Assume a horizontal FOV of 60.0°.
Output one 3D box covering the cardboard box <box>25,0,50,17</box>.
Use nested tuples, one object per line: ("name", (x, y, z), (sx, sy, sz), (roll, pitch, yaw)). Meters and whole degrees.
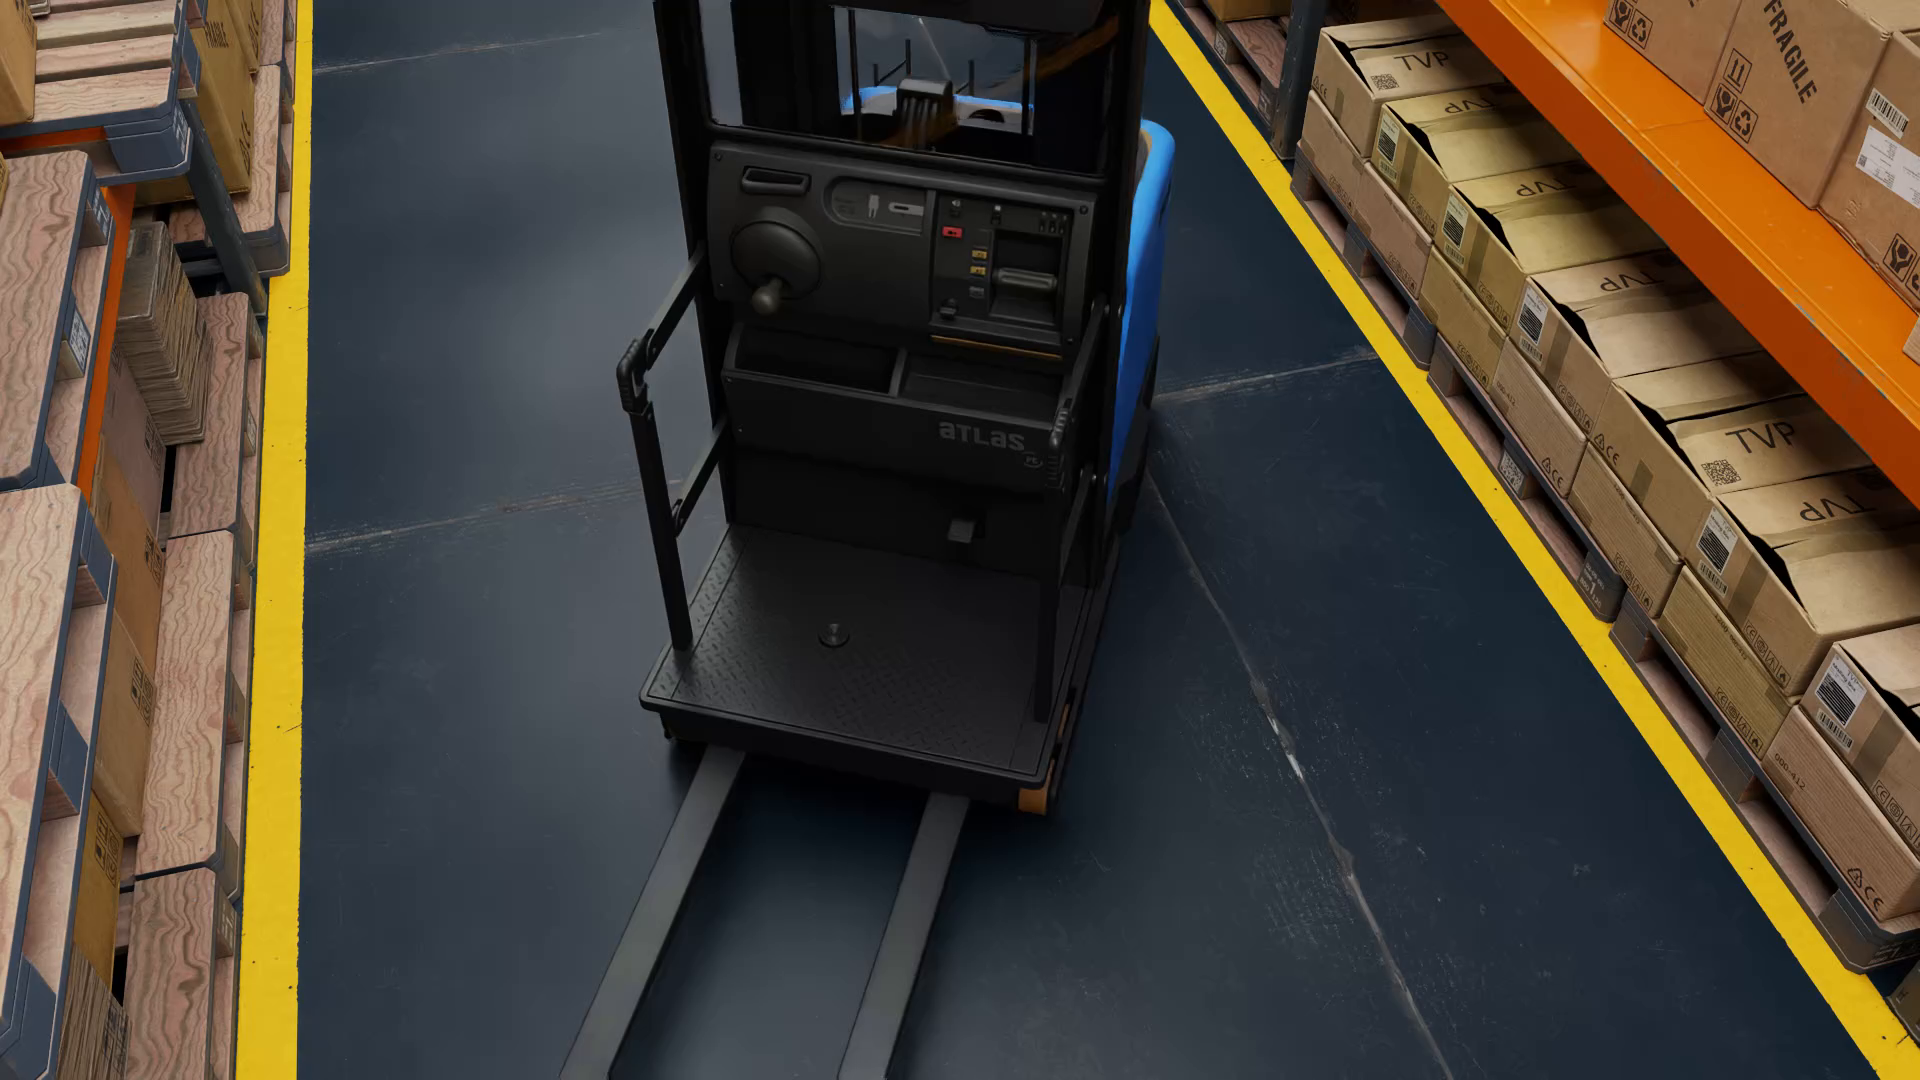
("cardboard box", (-2.887, -1.675, 4.413), (0.700, 0.500, 0.500), (-16, 48, -15))

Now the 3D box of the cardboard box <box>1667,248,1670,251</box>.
("cardboard box", (2.409, -1.074, 5.441), (0.500, 0.311, 0.500), (-11, 47, -11))

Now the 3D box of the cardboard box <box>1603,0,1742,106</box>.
("cardboard box", (2.216, -1.596, 4.644), (0.500, 0.500, 0.500), (-13, 47, -12))

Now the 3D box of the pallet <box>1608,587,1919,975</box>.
("pallet", (2.568, 0.519, 4.593), (1.003, 0.211, 1.213), (-11, 47, -10))

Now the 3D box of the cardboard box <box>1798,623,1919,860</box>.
("cardboard box", (2.414, 0.437, 3.960), (0.500, 0.311, 0.500), (-11, 47, -10))

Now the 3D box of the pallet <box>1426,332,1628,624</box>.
("pallet", (2.252, -0.324, 5.420), (1.003, 0.211, 1.213), (-11, 47, -10))

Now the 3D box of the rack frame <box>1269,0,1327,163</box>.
("rack frame", (1.771, -2.717, 5.812), (1.000, 3.000, 0.127), (-11, 47, -10))

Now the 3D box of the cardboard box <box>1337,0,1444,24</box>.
("cardboard box", (1.930, -2.362, 6.907), (0.500, 0.500, 0.500), (-9, 46, -9))

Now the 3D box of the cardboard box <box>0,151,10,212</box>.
("cardboard box", (-2.547, -0.819, 3.574), (0.700, 0.500, 0.500), (-11, 47, -10))

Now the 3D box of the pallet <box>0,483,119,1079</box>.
("pallet", (-2.048, 0.466, 2.827), (1.003, 0.211, 1.213), (-11, 47, -10))

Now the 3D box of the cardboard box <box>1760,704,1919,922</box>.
("cardboard box", (2.408, 0.627, 4.166), (0.500, 0.250, 0.500), (-11, 47, -11))

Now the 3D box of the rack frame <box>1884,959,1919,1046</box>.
("rack frame", (2.795, 0.045, 3.106), (1.000, 3.000, 0.127), (-11, 47, -10))

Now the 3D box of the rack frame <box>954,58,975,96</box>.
("rack frame", (-0.010, -1.102, 5.595), (0.008, 1.050, 0.200), (24, 50, 22))

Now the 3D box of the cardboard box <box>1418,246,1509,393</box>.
("cardboard box", (1.889, -0.781, 5.547), (0.500, 0.250, 0.500), (-12, 47, -11))

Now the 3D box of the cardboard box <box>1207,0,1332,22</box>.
("cardboard box", (1.304, -2.599, 7.139), (0.500, 0.500, 0.500), (-9, 46, -9))

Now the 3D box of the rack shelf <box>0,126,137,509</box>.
("rack shelf", (-2.505, -0.176, 3.826), (1.077, 0.370, 4.000), (-11, 47, -10))

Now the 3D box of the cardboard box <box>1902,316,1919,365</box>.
("cardboard box", (2.392, -0.481, 3.716), (0.396, 0.266, 0.258), (-12, 47, -11))

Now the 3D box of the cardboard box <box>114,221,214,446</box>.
("cardboard box", (-2.782, -0.600, 5.180), (0.700, 0.500, 0.500), (-10, 46, -10))

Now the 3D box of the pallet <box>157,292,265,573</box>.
("pallet", (-2.818, -0.293, 5.389), (1.003, 0.211, 1.213), (-11, 47, -10))

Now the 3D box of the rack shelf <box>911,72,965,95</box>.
("rack shelf", (-0.113, -1.340, 5.446), (0.240, 0.259, 0.215), (24, 50, 22))

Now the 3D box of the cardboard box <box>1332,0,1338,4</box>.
("cardboard box", (1.791, -2.723, 7.260), (0.500, 0.500, 0.500), (-12, 47, -12))

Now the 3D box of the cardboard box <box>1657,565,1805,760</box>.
("cardboard box", (2.280, 0.278, 4.509), (0.500, 0.250, 0.500), (-11, 47, -11))

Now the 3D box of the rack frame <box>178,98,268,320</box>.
("rack frame", (-3.017, -1.808, 4.922), (1.000, 3.000, 0.127), (-11, 47, -10))

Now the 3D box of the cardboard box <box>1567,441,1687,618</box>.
("cardboard box", (2.149, -0.076, 4.855), (0.500, 0.250, 0.500), (-10, 46, -9))

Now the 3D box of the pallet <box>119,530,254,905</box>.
("pallet", (-2.510, 0.548, 4.565), (1.003, 0.211, 1.213), (-11, 47, -10))

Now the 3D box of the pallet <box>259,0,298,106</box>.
("pallet", (-3.455, -2.231, 7.289), (1.003, 0.211, 1.213), (-11, 47, -10))

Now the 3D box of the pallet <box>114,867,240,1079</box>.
("pallet", (-2.194, 1.392, 3.738), (1.003, 0.211, 1.213), (-11, 47, -10))

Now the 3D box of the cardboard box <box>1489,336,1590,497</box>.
("cardboard box", (2.020, -0.427, 5.200), (0.500, 0.250, 0.500), (-10, 46, -10))

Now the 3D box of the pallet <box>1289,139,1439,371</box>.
("pallet", (1.944, -1.165, 6.244), (1.003, 0.211, 1.213), (-11, 47, -10))

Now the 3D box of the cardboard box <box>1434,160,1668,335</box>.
("cardboard box", (1.892, -0.969, 5.338), (0.500, 0.311, 0.500), (-12, 47, -11))

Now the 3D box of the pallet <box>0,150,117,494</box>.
("pallet", (-2.471, -0.382, 3.658), (1.003, 0.211, 1.213), (-11, 47, -10))

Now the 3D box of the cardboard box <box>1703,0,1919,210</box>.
("cardboard box", (2.351, -1.233, 4.288), (0.500, 0.500, 0.500), (-11, 47, -10))

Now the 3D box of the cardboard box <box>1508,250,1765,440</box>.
("cardboard box", (2.024, -0.614, 4.990), (0.500, 0.311, 0.500), (-11, 47, -11))

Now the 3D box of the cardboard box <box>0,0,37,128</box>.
("cardboard box", (-2.718, -1.294, 4.040), (0.700, 0.500, 0.500), (-15, 47, -14))

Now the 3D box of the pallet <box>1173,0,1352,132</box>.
("pallet", (1.616, -2.263, 7.320), (1.003, 0.211, 1.213), (-11, 47, -10))

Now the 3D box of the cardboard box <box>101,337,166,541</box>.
("cardboard box", (-2.763, -0.223, 4.810), (0.700, 0.500, 0.500), (-11, 47, -10))

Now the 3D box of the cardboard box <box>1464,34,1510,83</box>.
("cardboard box", (2.143, -1.781, 6.134), (0.500, 0.311, 0.500), (-10, 46, -9))

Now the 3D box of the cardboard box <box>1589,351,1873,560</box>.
("cardboard box", (2.149, -0.266, 4.649), (0.500, 0.311, 0.500), (-11, 47, -10))

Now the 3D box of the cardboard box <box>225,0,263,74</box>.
("cardboard box", (-3.297, -2.341, 6.655), (0.750, 0.750, 0.750), (-11, 47, -11))

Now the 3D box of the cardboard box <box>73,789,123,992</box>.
("cardboard box", (-2.378, 0.822, 3.787), (0.700, 0.500, 0.500), (-12, 47, -11))

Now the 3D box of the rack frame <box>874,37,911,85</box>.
("rack frame", (-0.216, -1.196, 5.687), (0.008, 1.050, 0.200), (24, 50, 22))

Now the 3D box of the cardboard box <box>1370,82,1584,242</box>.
("cardboard box", (1.763, -1.321, 5.683), (0.500, 0.311, 0.500), (-12, 47, -11))

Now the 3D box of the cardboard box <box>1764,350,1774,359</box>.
("cardboard box", (2.535, -0.728, 5.102), (0.500, 0.311, 0.500), (-10, 46, -9))

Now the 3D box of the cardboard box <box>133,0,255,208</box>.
("cardboard box", (-3.078, -1.735, 6.061), (0.750, 0.750, 0.750), (-11, 47, -11))

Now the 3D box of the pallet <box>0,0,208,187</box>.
("pallet", (-2.732, -1.269, 4.527), (1.213, 0.211, 1.003), (-11, 47, -10))

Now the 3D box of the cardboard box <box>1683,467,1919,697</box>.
("cardboard box", (2.275, 0.079, 4.311), (0.500, 0.311, 0.500), (-10, 46, -9))

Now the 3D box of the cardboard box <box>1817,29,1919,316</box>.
("cardboard box", (2.479, -0.887, 3.949), (0.500, 0.500, 0.500), (-8, 46, -7))

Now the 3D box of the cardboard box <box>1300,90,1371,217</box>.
("cardboard box", (1.621, -1.486, 6.237), (0.500, 0.250, 0.500), (-11, 47, -10))

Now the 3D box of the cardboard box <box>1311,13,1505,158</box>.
("cardboard box", (1.621, -1.682, 6.037), (0.500, 0.311, 0.500), (-9, 46, -9))

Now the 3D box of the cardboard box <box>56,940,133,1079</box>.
("cardboard box", (-2.198, 1.169, 3.446), (0.700, 0.500, 0.500), (-9, 46, -9))

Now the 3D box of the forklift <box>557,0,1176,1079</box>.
("forklift", (-0.201, -0.592, 3.778), (1.130, 2.935, 3.031), (10, 46, 10))

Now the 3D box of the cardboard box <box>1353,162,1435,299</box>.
("cardboard box", (1.750, -1.139, 5.897), (0.500, 0.250, 0.500), (-12, 47, -11))

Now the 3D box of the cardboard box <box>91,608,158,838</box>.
("cardboard box", (-2.470, 0.462, 4.139), (0.700, 0.500, 0.500), (-10, 46, -10))

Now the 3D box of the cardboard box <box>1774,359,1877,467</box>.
("cardboard box", (2.673, -0.370, 4.751), (0.500, 0.311, 0.500), (-12, 47, -12))

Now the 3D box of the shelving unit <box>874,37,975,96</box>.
("shelving unit", (-0.113, -1.149, 5.641), (0.252, 1.050, 0.215), (24, 50, 22))

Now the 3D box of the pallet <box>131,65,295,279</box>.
("pallet", (-3.146, -1.390, 6.465), (1.003, 0.211, 1.213), (-11, 47, -10))

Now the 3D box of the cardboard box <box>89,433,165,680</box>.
("cardboard box", (-2.608, 0.115, 4.479), (0.700, 0.500, 0.500), (-11, 47, -11))
